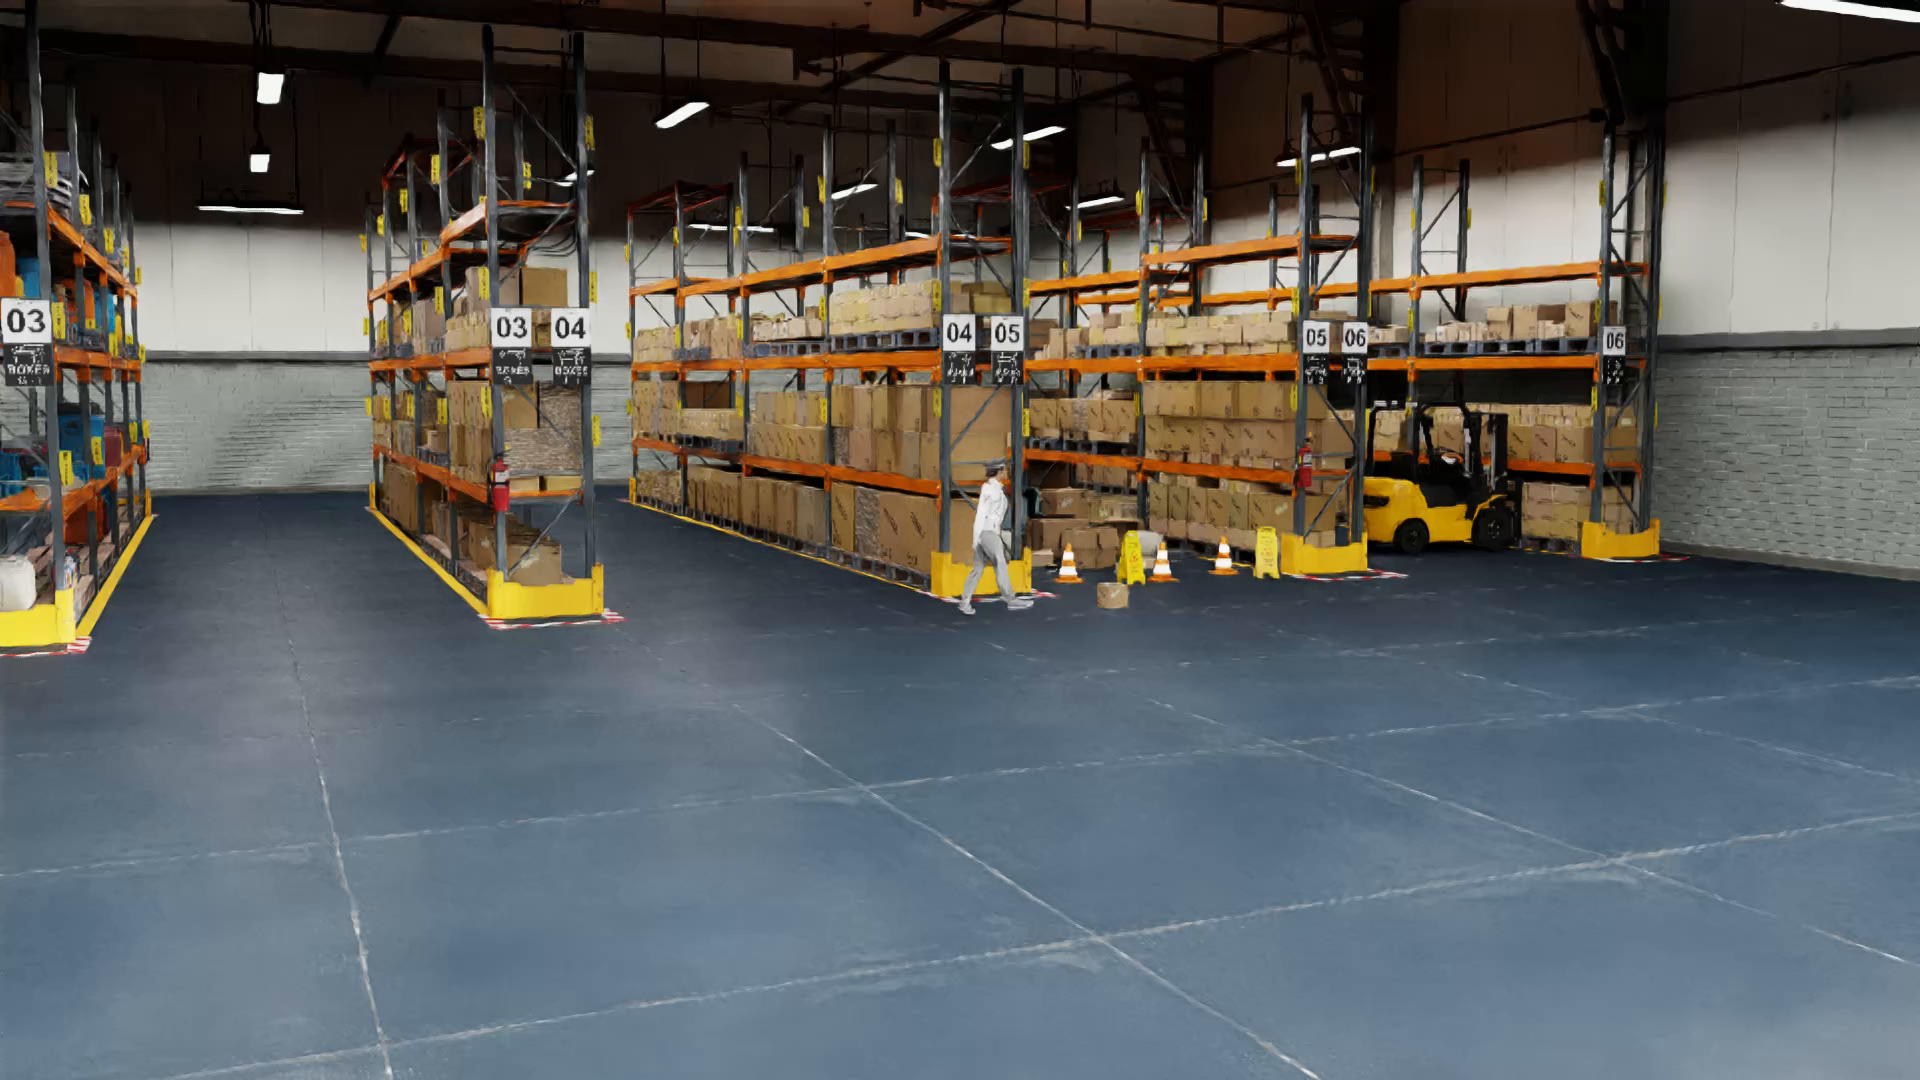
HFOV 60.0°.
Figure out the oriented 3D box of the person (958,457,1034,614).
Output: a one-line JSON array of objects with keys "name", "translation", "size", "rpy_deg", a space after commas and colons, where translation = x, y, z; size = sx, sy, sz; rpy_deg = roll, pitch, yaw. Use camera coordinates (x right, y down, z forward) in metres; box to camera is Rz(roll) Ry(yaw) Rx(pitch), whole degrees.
[{"name": "person", "translation": [0.389, -0.056, 17.608], "size": [0.804, 1.640, 0.551], "rpy_deg": [1, 6, 7]}]
